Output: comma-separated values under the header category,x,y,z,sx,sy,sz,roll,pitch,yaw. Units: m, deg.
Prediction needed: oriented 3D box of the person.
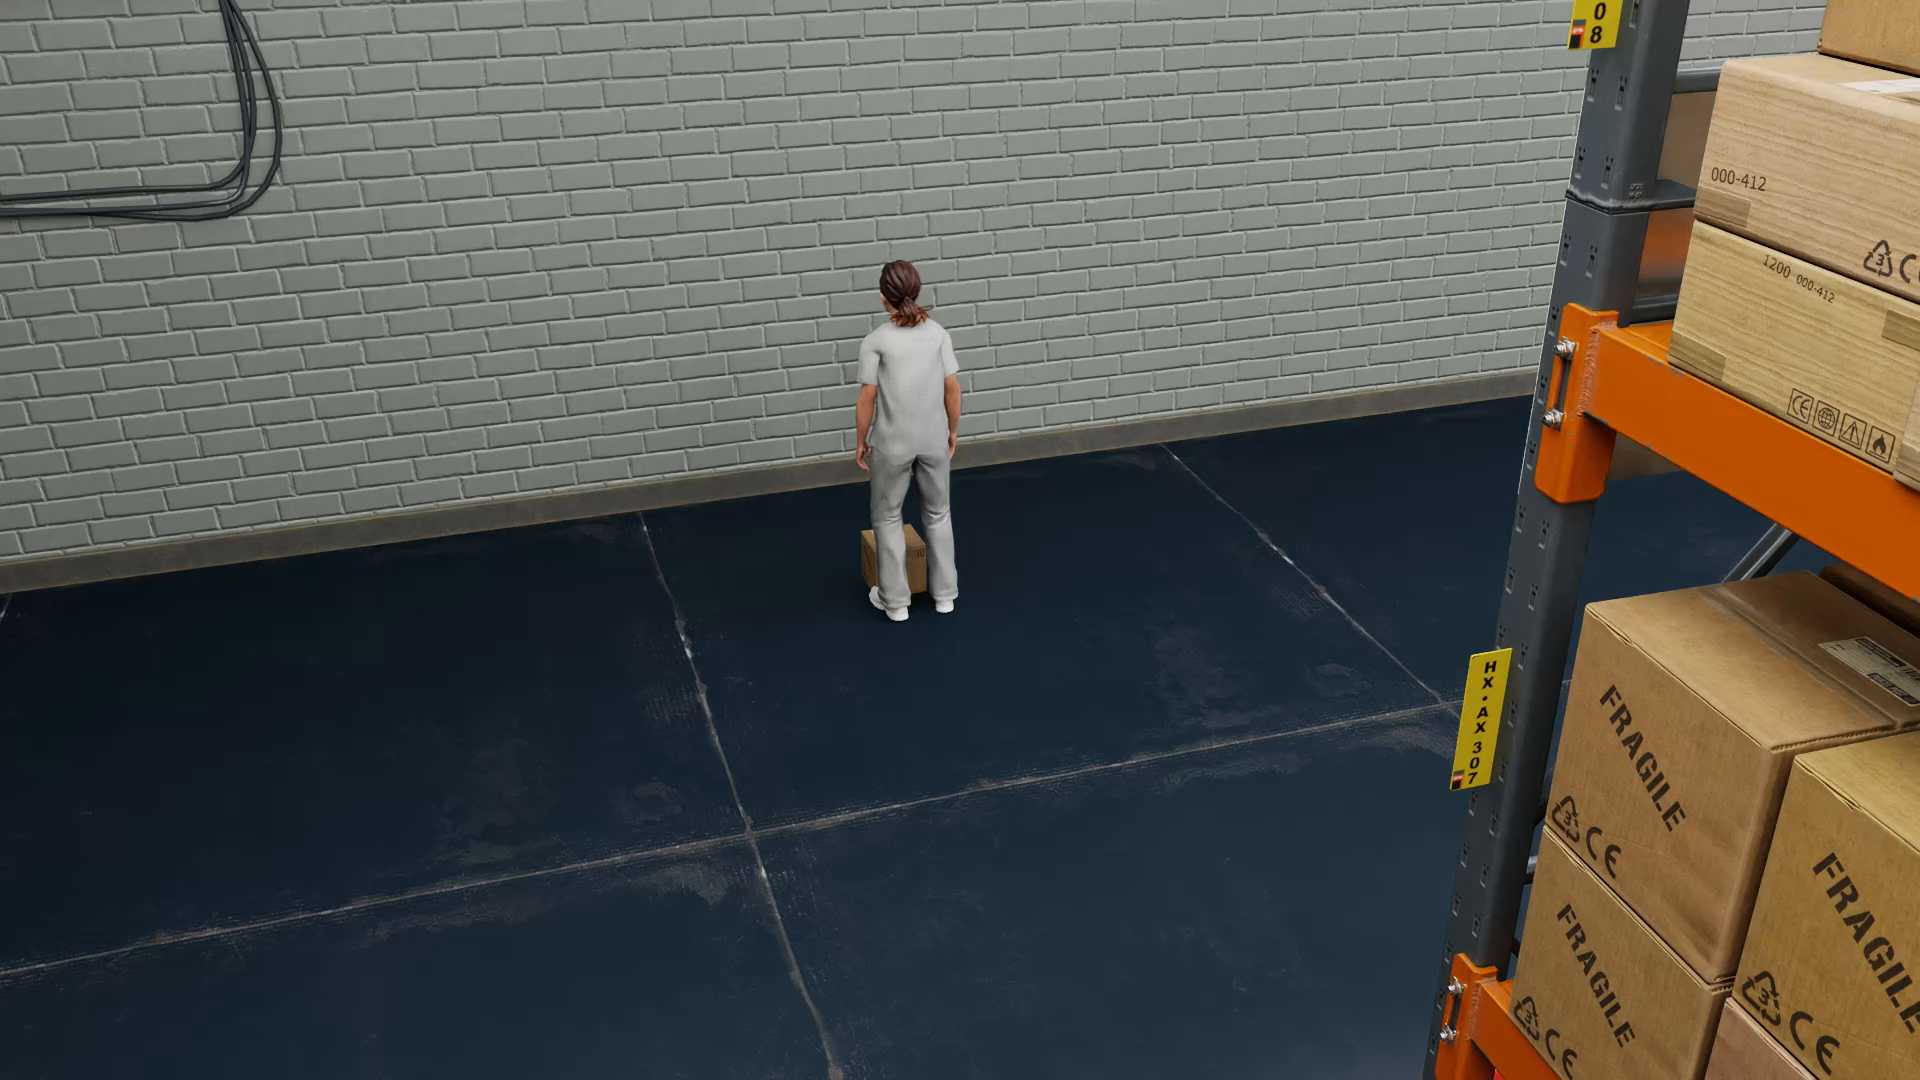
category,x,y,z,sx,sy,sz,roll,pitch,yaw
person,-0.233,-0.433,7.485,0.487,1.673,0.356,-8,28,-16
